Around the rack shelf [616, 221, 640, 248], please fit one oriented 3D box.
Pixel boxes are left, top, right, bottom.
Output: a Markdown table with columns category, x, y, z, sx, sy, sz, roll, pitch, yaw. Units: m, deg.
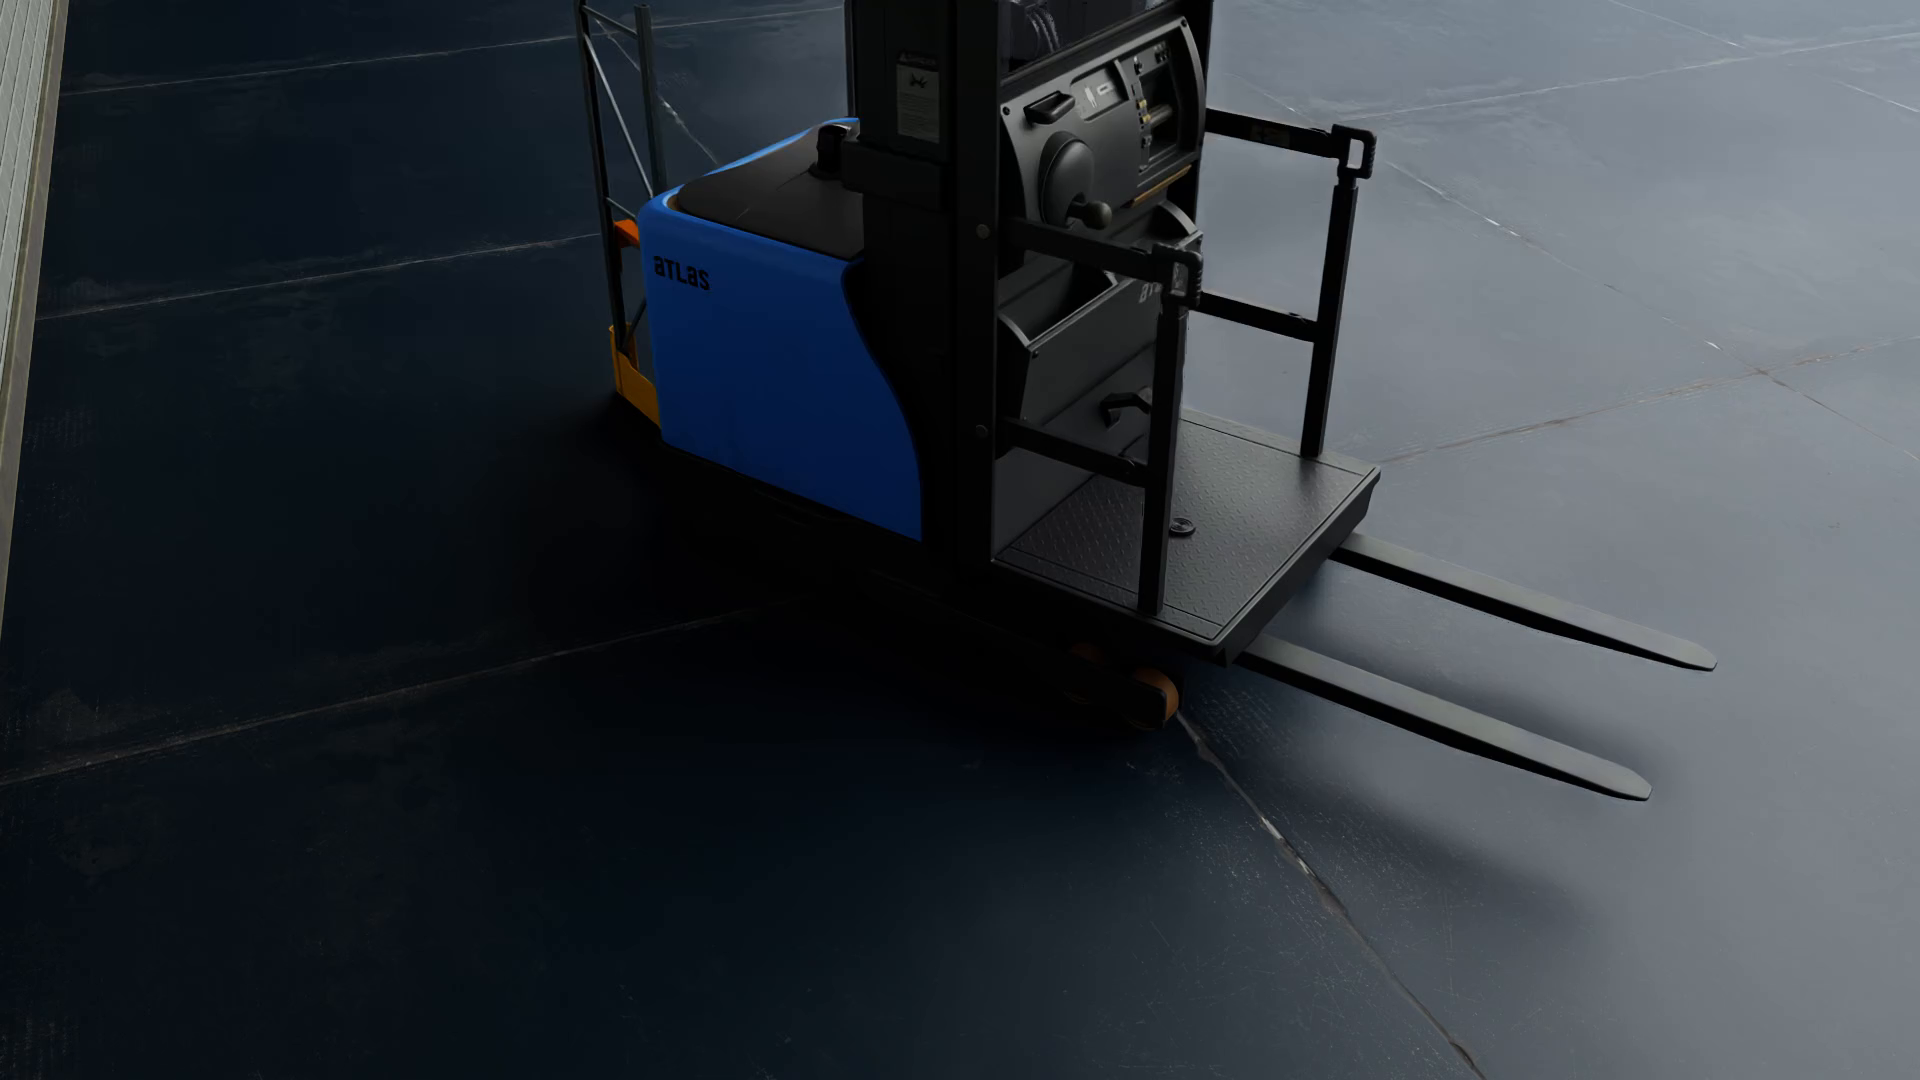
| category | x | y | z | sx | sy | sz | roll | pitch | yaw |
| --- | --- | --- | --- | --- | --- | --- | --- | --- | --- |
| rack shelf | -0.666 | -1.126 | 5.812 | 0.952 | 0.026 | 0.459 | -21 | 39 | -29 |

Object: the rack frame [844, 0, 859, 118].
| category | x | y | z | sx | sy | sz | roll | pitch | yaw |
| --- | --- | --- | --- | --- | --- | --- | --- | --- | --- |
| rack frame | -0.253 | -1.383 | 6.000 | 0.032 | 1.500 | 0.500 | -21 | 39 | -29 |

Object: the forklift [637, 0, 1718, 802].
| category | x | y | z | sx | sy | sz | roll | pitch | yaw |
| --- | --- | --- | --- | --- | --- | --- | --- | --- | --- |
| forklift | 15.725 | -1.619 | 5.051 | 26.805 | 2.935 | 20.096 | 21 | 38 | 28 |

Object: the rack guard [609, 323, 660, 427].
| category | x | y | z | sx | sy | sz | roll | pitch | yaw |
| --- | --- | --- | --- | --- | --- | --- | --- | --- | --- |
| rack guard | -1.062 | -0.541 | 5.851 | 0.087 | 0.250 | 0.587 | -21 | 39 | -29 |

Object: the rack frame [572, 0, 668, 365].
| category | x | y | z | sx | sy | sz | roll | pitch | yaw |
| --- | --- | --- | --- | --- | --- | --- | --- | --- | --- |
| rack frame | -1.078 | -1.059 | 5.501 | 0.032 | 1.500 | 0.500 | -21 | 39 | -29 |

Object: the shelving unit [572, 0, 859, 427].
| category | x | y | z | sx | sy | sz | roll | pitch | yaw |
| --- | --- | --- | --- | --- | --- | --- | --- | --- | --- |
| shelving unit | -0.658 | -1.224 | 5.755 | 1.083 | 1.500 | 0.587 | -21 | 39 | -29 |
